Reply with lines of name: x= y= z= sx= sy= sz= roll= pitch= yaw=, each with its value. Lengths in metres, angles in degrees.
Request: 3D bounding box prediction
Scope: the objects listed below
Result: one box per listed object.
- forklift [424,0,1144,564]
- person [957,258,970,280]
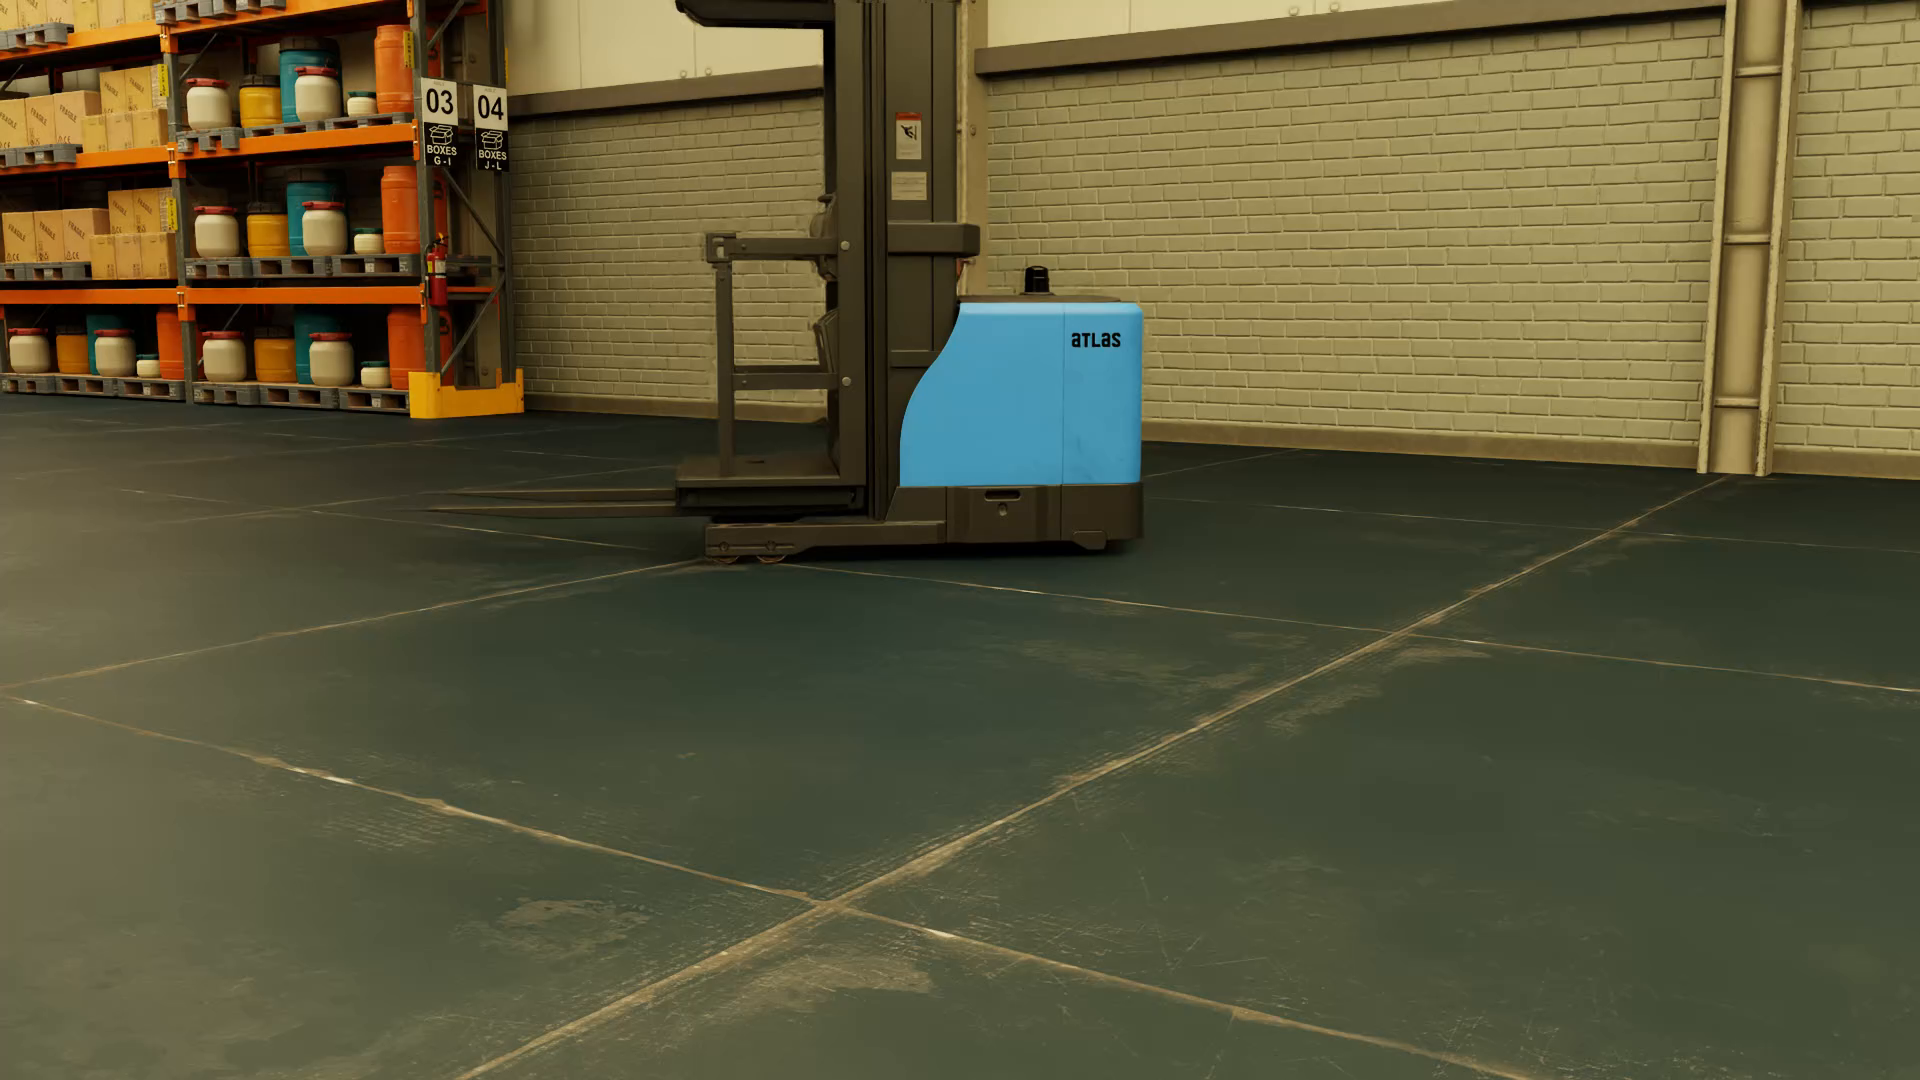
forklift: x=-0.765 y=-1.429 z=7.244 sx=3.031 sy=2.935 sz=1.130 roll=-1 pitch=8 yaw=-7
person: x=0.005 y=-0.929 z=9.006 sx=0.897 sy=1.425 sz=0.907 roll=-7 pitch=11 yaw=-40
